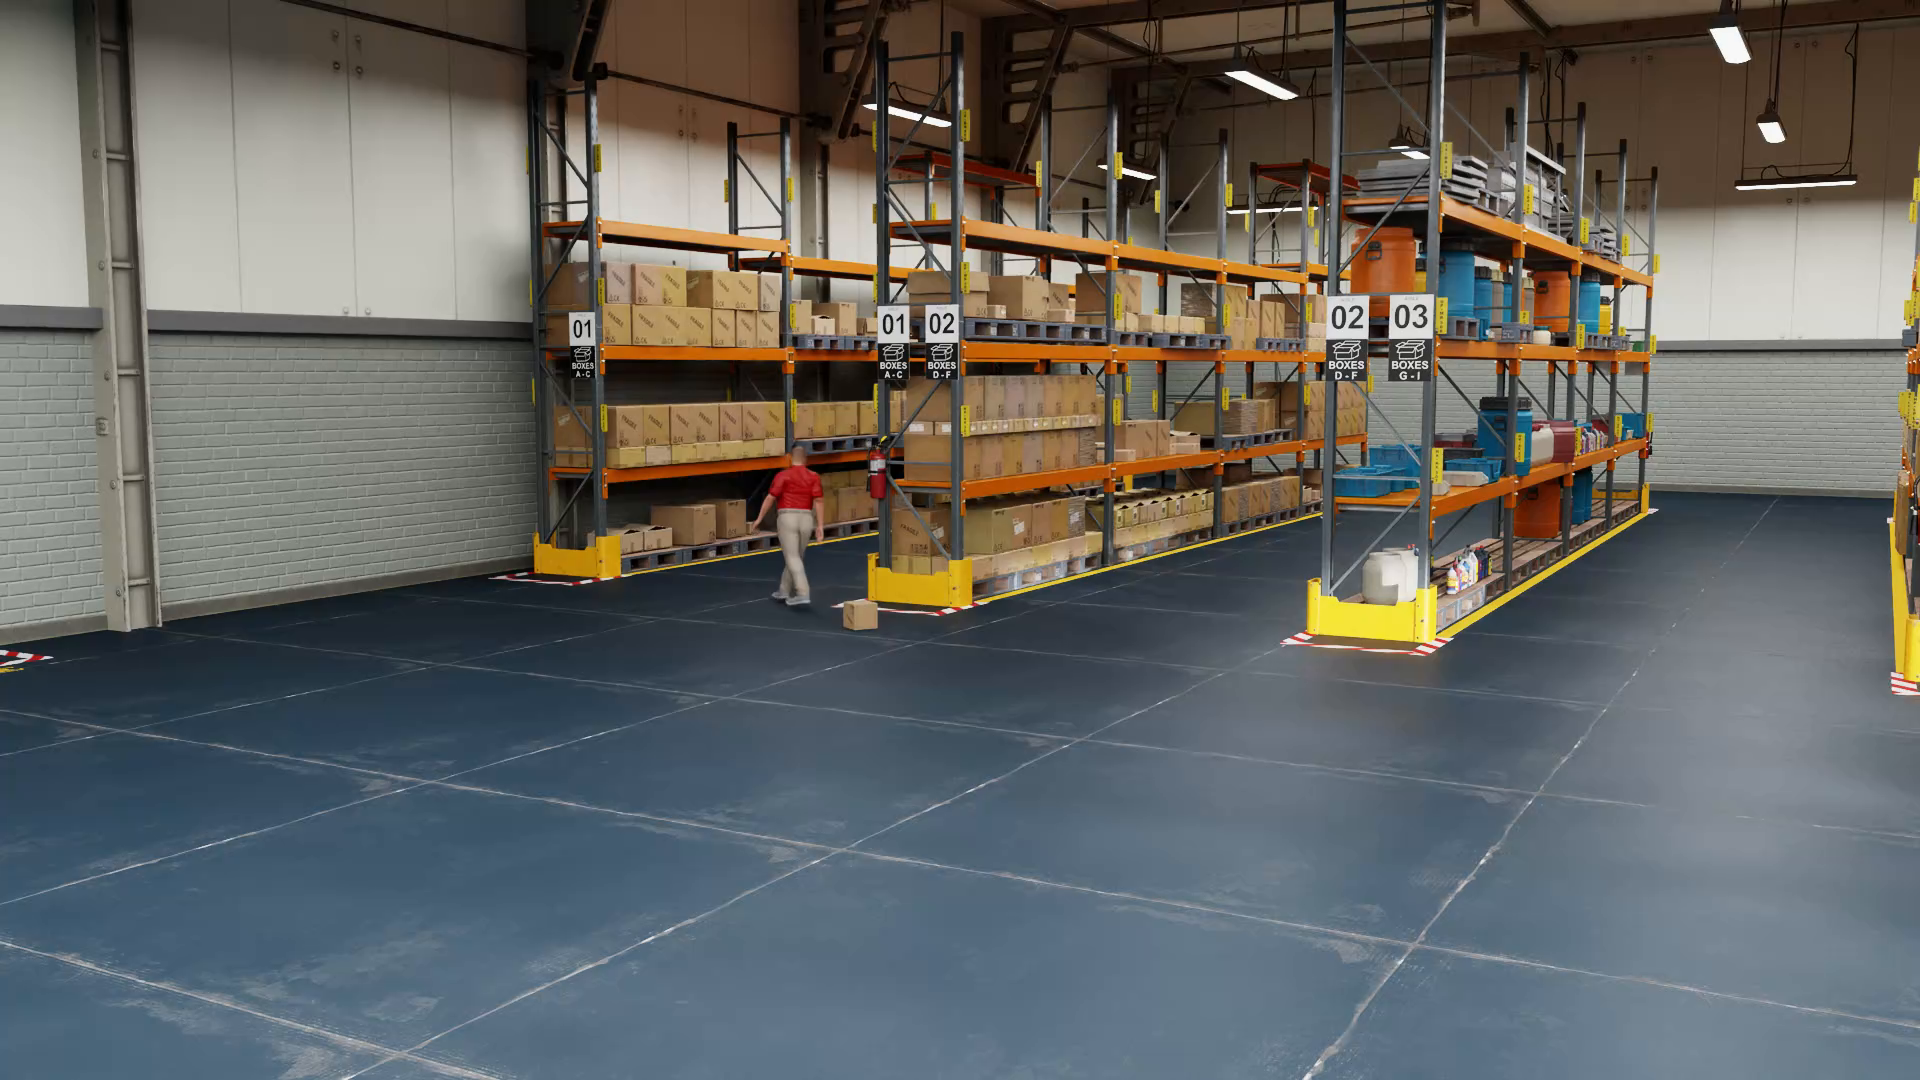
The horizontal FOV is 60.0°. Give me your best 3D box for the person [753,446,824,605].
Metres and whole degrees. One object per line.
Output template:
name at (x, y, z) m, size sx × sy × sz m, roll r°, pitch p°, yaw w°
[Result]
person at (-1.830, -0.159, 17.724) m, size 0.646 × 1.680 × 0.989 m, roll -4°, pitch 7°, yaw -33°
